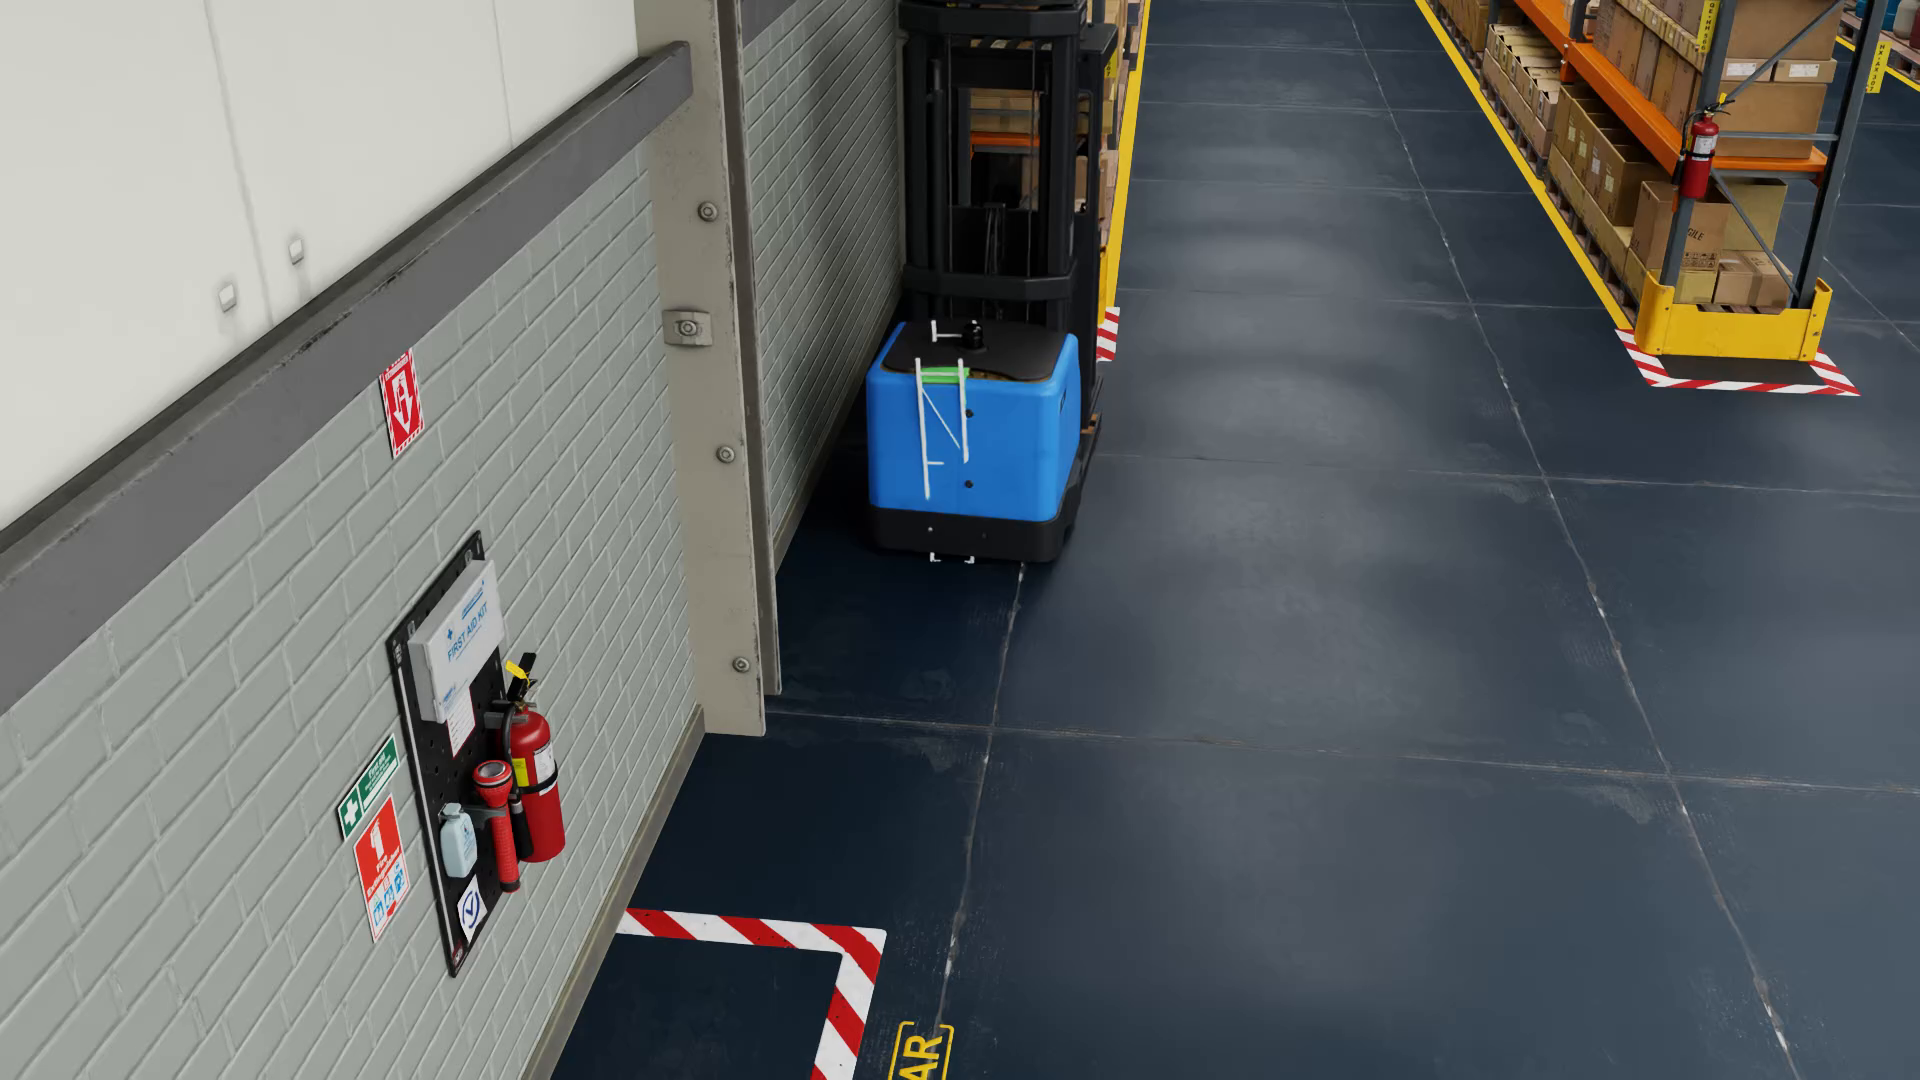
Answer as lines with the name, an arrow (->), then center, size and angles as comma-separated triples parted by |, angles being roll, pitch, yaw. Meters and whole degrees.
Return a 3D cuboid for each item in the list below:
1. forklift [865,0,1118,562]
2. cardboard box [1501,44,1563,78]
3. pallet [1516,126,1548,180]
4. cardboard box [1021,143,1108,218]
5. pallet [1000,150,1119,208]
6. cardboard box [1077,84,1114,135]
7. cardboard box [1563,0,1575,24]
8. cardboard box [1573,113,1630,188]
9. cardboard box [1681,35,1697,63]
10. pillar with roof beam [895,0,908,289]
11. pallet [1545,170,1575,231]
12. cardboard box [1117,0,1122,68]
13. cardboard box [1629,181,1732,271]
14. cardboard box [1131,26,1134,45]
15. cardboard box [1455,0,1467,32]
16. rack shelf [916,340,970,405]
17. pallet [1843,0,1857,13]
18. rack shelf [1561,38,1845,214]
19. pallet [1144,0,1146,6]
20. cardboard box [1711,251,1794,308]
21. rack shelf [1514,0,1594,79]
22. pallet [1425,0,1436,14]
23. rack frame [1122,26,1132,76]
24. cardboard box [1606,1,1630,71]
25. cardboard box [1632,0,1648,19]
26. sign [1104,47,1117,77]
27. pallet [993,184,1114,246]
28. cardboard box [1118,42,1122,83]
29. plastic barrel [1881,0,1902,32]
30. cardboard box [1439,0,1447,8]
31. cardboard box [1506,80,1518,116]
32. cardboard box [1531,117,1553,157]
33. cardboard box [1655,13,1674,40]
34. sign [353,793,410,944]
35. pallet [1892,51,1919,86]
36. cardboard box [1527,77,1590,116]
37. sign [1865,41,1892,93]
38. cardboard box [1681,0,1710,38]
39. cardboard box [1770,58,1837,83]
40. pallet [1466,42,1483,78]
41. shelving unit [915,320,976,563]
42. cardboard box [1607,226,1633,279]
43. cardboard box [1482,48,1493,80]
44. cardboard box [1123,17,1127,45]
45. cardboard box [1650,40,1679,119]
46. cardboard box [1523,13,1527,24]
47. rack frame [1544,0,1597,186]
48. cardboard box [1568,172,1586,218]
forklift -> 0.280, -1.851, 9.595 | 1.130, 2.935, 3.031 | 5, 29, 10
cardboard box -> 5.902, -4.955, 17.150 | 0.500, 0.311, 0.500 | 3, 28, 5
pallet -> 5.940, -3.690, 15.876 | 1.003, 0.211, 1.213 | 3, 28, 6
cardboard box -> 0.865, -2.996, 13.820 | 0.700, 0.500, 0.500 | 2, 28, 3
pallet -> 0.924, -3.308, 15.169 | 1.003, 0.211, 1.213 | 3, 28, 6
cardboard box -> 0.856, -3.125, 12.026 | 0.500, 0.250, 0.500 | 3, 28, 5
cardboard box -> 5.814, -4.934, 15.387 | 0.396, 0.266, 0.258 | 3, 28, 5
cardboard box -> 5.398, -3.202, 13.696 | 0.500, 0.500, 0.500 | 3, 28, 6
cardboard box -> 5.318, -3.449, 11.701 | 0.380, 0.149, 0.250 | 3, 28, 5
pillar with roof beam -> 3.981, -5.742, 10.421 | 9.100, 9.000, 0.400 | 3, 28, 6
pallet -> 5.749, -2.969, 14.538 | 1.003, 0.211, 1.213 | 3, 28, 6
cardboard box -> 0.978, -3.926, 12.722 | 0.500, 0.500, 0.500 | 2, 28, 5
cardboard box -> 5.169, -2.260, 11.947 | 0.500, 0.500, 0.500 | 3, 28, 6
cardboard box -> 1.682, -6.314, 19.631 | 0.750, 0.750, 0.750 | 3, 28, 6
cardboard box -> 6.382, -6.489, 20.304 | 0.500, 0.500, 0.500 | 2, 28, 4
rack shelf -> -0.060, -0.882, 8.718 | 0.258, 0.148, 0.480 | 2, 31, 9
pallet -> 11.836, -7.165, 22.327 | 1.003, 0.211, 1.213 | 3, 28, 6
rack shelf -> 5.643, -3.310, 12.990 | 1.077, 0.370, 4.000 | 3, 28, 6
pallet -> 2.123, -7.746, 23.405 | 1.003, 0.211, 1.213 | 3, 28, 6
cardboard box -> 5.685, -1.899, 12.069 | 0.500, 0.250, 0.500 | 3, 28, 6
rack shelf -> 6.133, -5.193, 16.485 | 1.077, 0.370, 4.000 | 3, 28, 6
pallet -> 6.954, -7.429, 22.818 | 1.003, 0.211, 1.213 | 3, 28, 6
rack frame -> 1.462, -6.737, 18.593 | 1.000, 3.000, 0.127 | 3, 28, 6
cardboard box -> 5.782, -4.154, 13.693 | 0.700, 0.500, 0.500 | 3, 28, 6
cardboard box -> 5.509, -4.176, 13.049 | 0.380, 0.149, 0.250 | 3, 28, 5
sign -> 1.020, -3.321, 11.339 | 0.100, 0.325, 0.005 | 3, 28, 6
pallet -> 0.777, -2.733, 14.100 | 1.003, 0.211, 1.213 | 3, 28, 6
cardboard box -> 1.038, -3.848, 13.367 | 0.500, 0.250, 0.500 | 4, 29, 7
plastic barrel -> 11.614, -6.717, 20.325 | 0.600, 0.901, 0.708 | 3, 28, 6
cardboard box -> 6.568, -7.214, 21.649 | 0.500, 0.500, 0.500 | 2, 28, 4
cardboard box -> 5.841, -4.473, 16.846 | 0.500, 0.250, 0.500 | 4, 29, 7
cardboard box -> 5.652, -3.755, 15.513 | 0.500, 0.250, 0.500 | 3, 28, 6
cardboard box -> 5.413, -3.815, 12.380 | 0.380, 0.149, 0.250 | 4, 29, 8
sign -> -1.537, 0.873, 4.430 | 0.001, 0.329, 0.234 | 3, 28, 6
pallet -> 11.349, -5.307, 18.879 | 1.003, 0.211, 1.213 | 3, 28, 6
cardboard box -> 5.711, -4.242, 15.826 | 0.500, 0.311, 0.500 | 4, 29, 8
sign -> 5.948, -3.066, 10.783 | 0.100, 0.325, 0.005 | 3, 28, 6
cardboard box -> 5.534, -3.792, 11.653 | 0.700, 0.500, 0.500 | 3, 28, 5
cardboard box -> 5.660, -3.187, 11.214 | 0.380, 0.149, 0.250 | 3, 28, 6
pallet -> 6.508, -5.573, 19.371 | 1.003, 0.211, 1.213 | 3, 28, 6
shelving unit -> -0.037, -0.523, 8.927 | 0.258, 1.200, 0.503 | 2, 31, 9
cardboard box -> 5.220, -2.165, 12.563 | 0.500, 0.250, 0.500 | 3, 28, 6
cardboard box -> 6.023, -5.196, 18.188 | 0.500, 0.250, 0.500 | 3, 28, 6
cardboard box -> 1.214, -4.556, 14.682 | 0.500, 0.250, 0.500 | 3, 29, 6
cardboard box -> 5.594, -3.429, 12.347 | 0.700, 0.500, 0.500 | 4, 29, 7
cardboard box -> 6.776, -5.989, 19.375 | 0.500, 0.500, 0.500 | 2, 28, 4
rack frame -> 5.888, -4.568, 14.567 | 1.000, 3.000, 0.127 | 3, 28, 6
cardboard box -> 5.398, -2.872, 13.874 | 0.500, 0.250, 0.500 | 3, 28, 6
